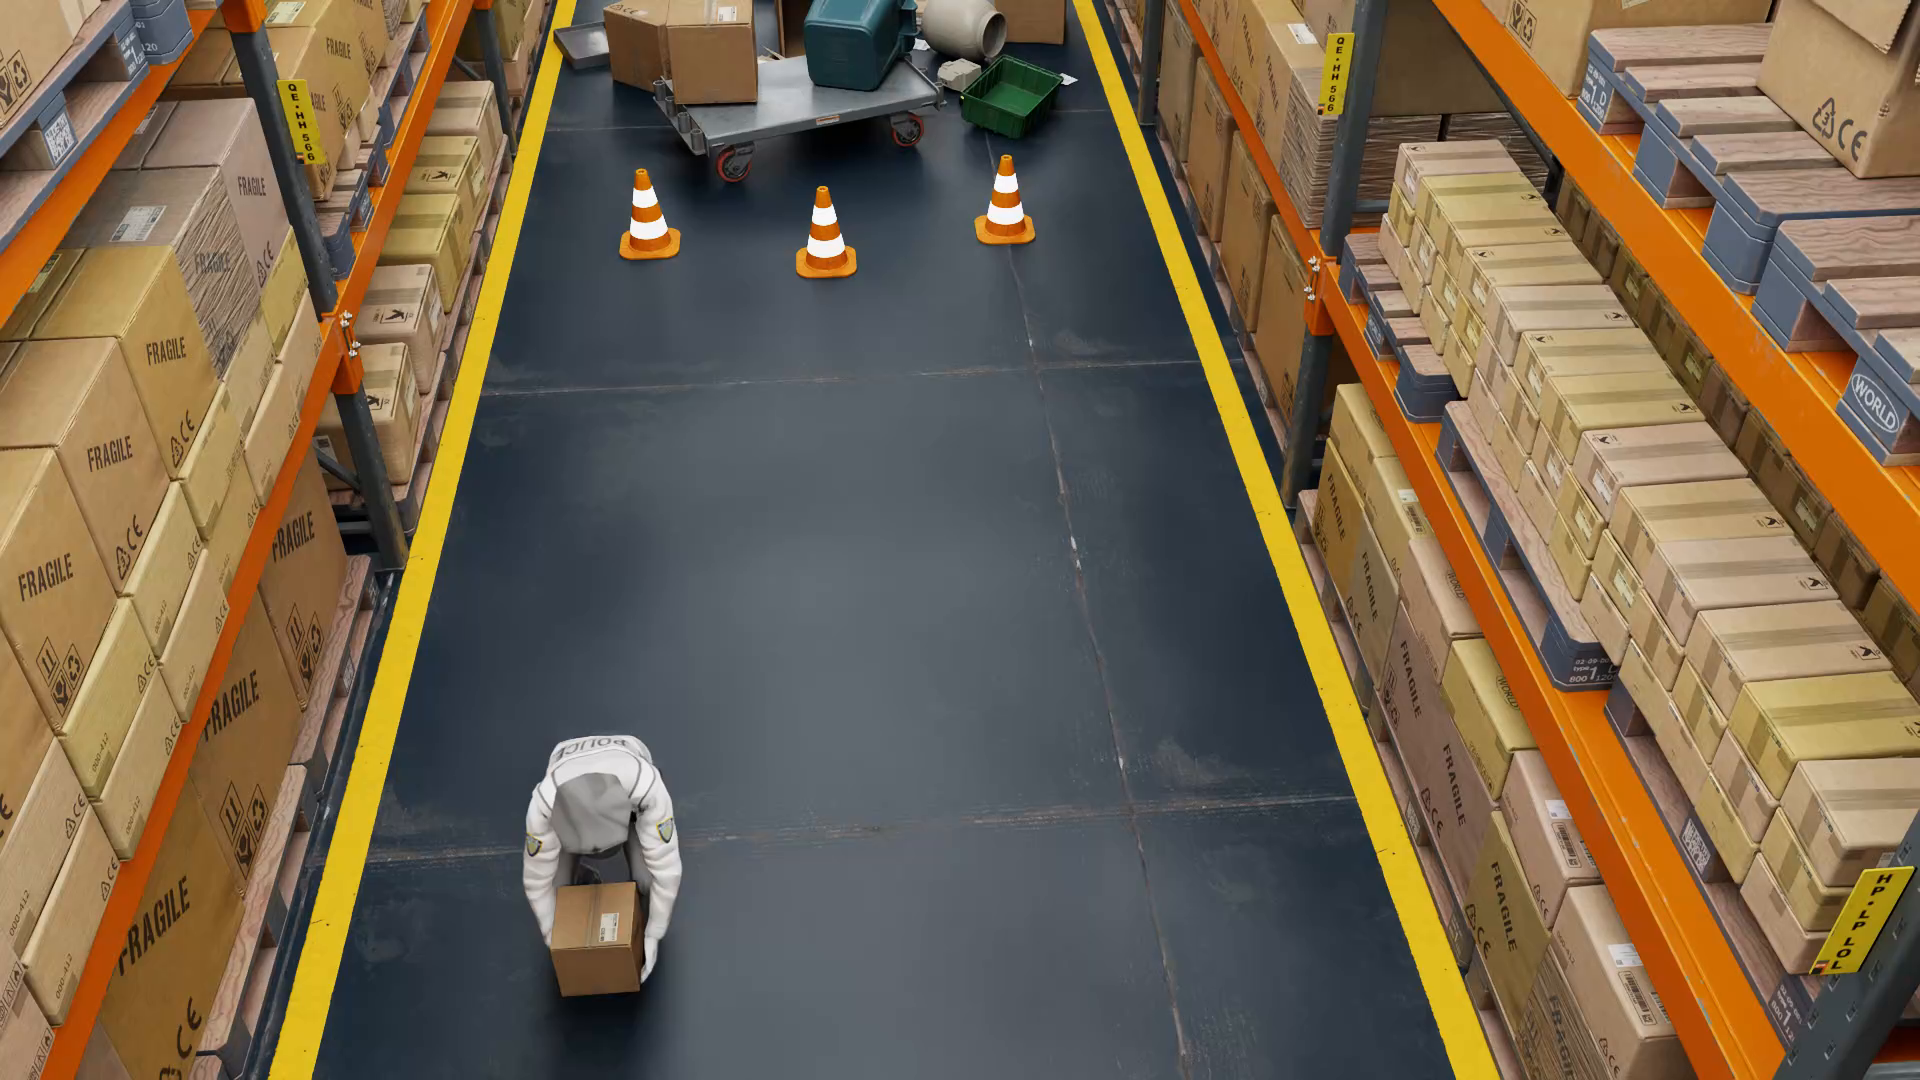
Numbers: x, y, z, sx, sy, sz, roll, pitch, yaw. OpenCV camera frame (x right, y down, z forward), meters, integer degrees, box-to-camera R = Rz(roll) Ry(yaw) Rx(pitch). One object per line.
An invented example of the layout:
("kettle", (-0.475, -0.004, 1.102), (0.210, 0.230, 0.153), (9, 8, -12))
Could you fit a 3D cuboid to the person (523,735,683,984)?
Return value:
("person", (-1.179, 0.967, 5.530), (0.515, 0.970, 0.807), (-3, 39, -4))
